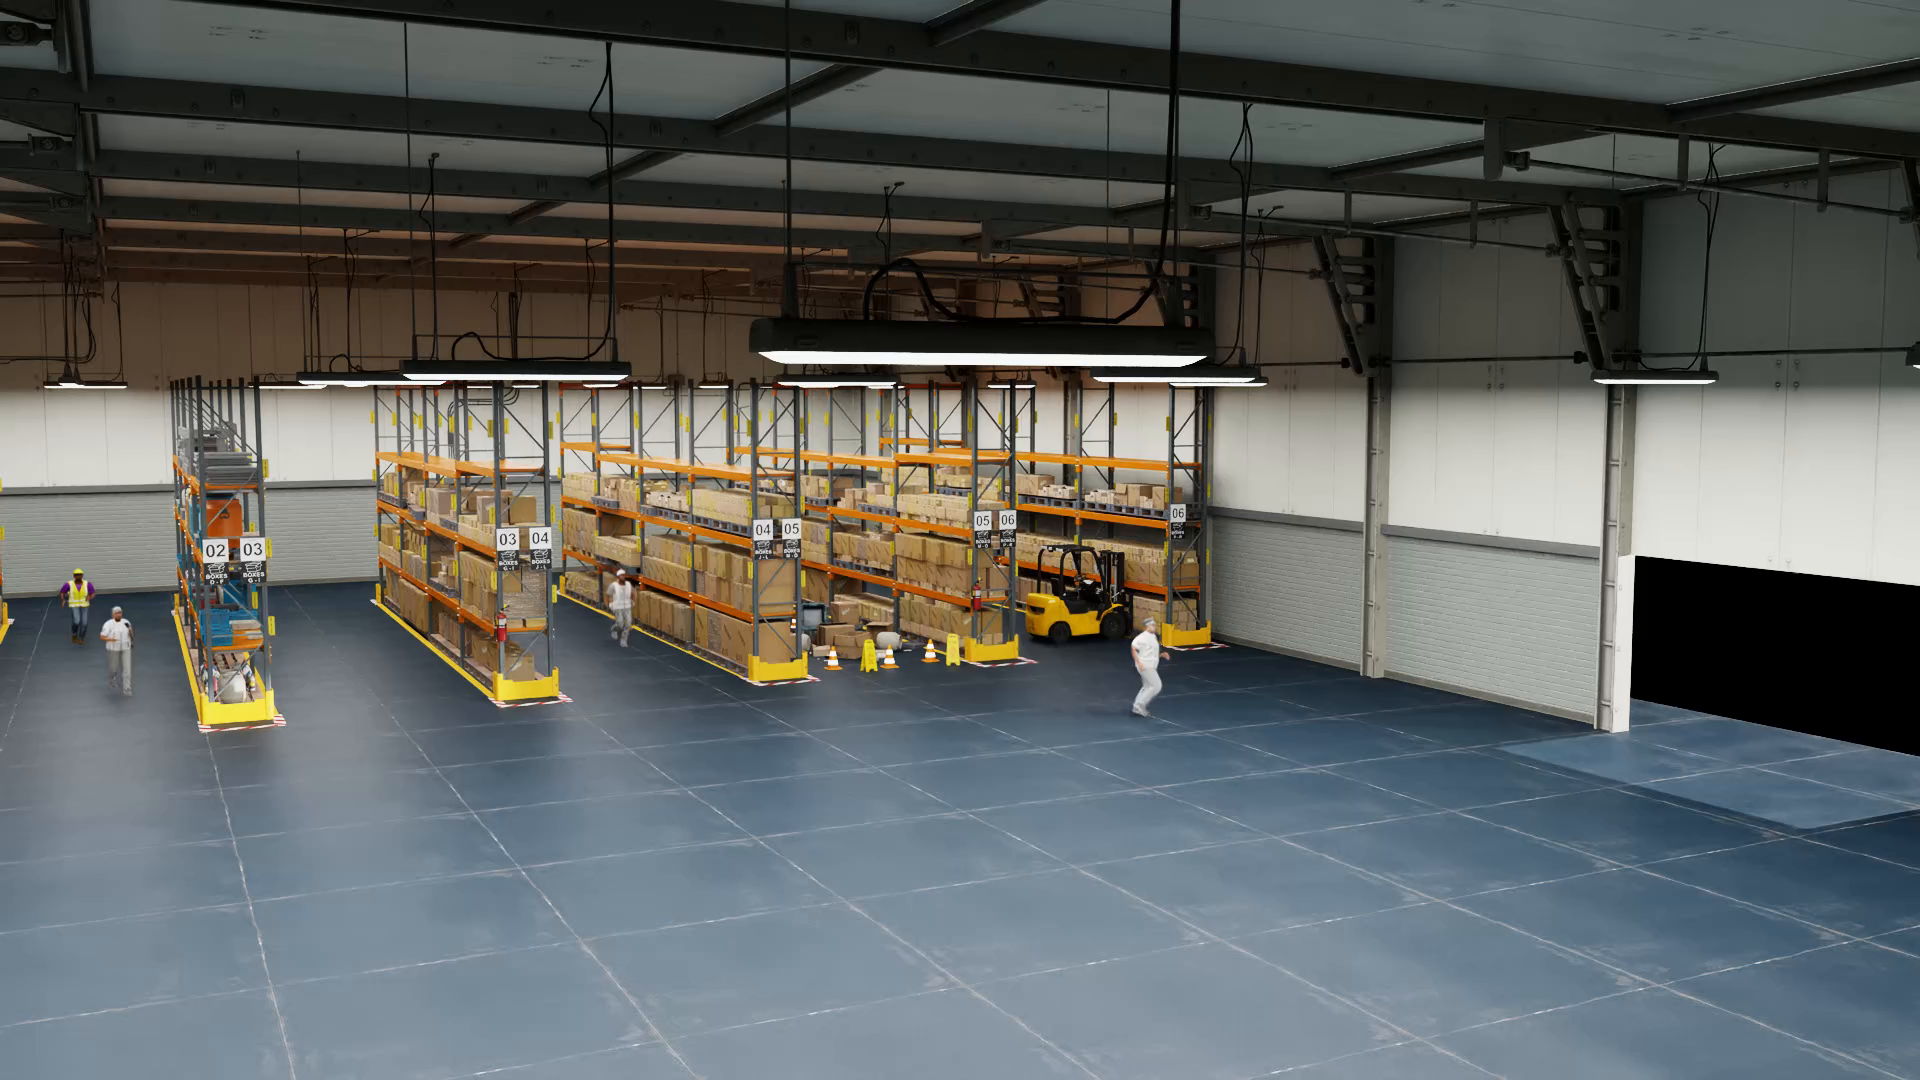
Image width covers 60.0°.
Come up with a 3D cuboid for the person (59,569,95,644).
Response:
[{"bbox_3d":[-19.870,1.511,37.513,0.683,1.726,0.634,-4,6,-38],"label":"person"}]

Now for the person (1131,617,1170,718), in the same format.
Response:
[{"bbox_3d":[3.366,2.240,29.402,0.661,1.774,0.662,2,5,18],"label":"person"}]

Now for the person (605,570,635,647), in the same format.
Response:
[{"bbox_3d":[-7.624,1.532,37.457,0.686,1.735,0.605,-3,6,-33],"label":"person"}]

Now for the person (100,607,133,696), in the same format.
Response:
[{"bbox_3d":[-15.928,2.089,31.478,0.609,1.667,0.921,-4,7,-40],"label":"person"}]
